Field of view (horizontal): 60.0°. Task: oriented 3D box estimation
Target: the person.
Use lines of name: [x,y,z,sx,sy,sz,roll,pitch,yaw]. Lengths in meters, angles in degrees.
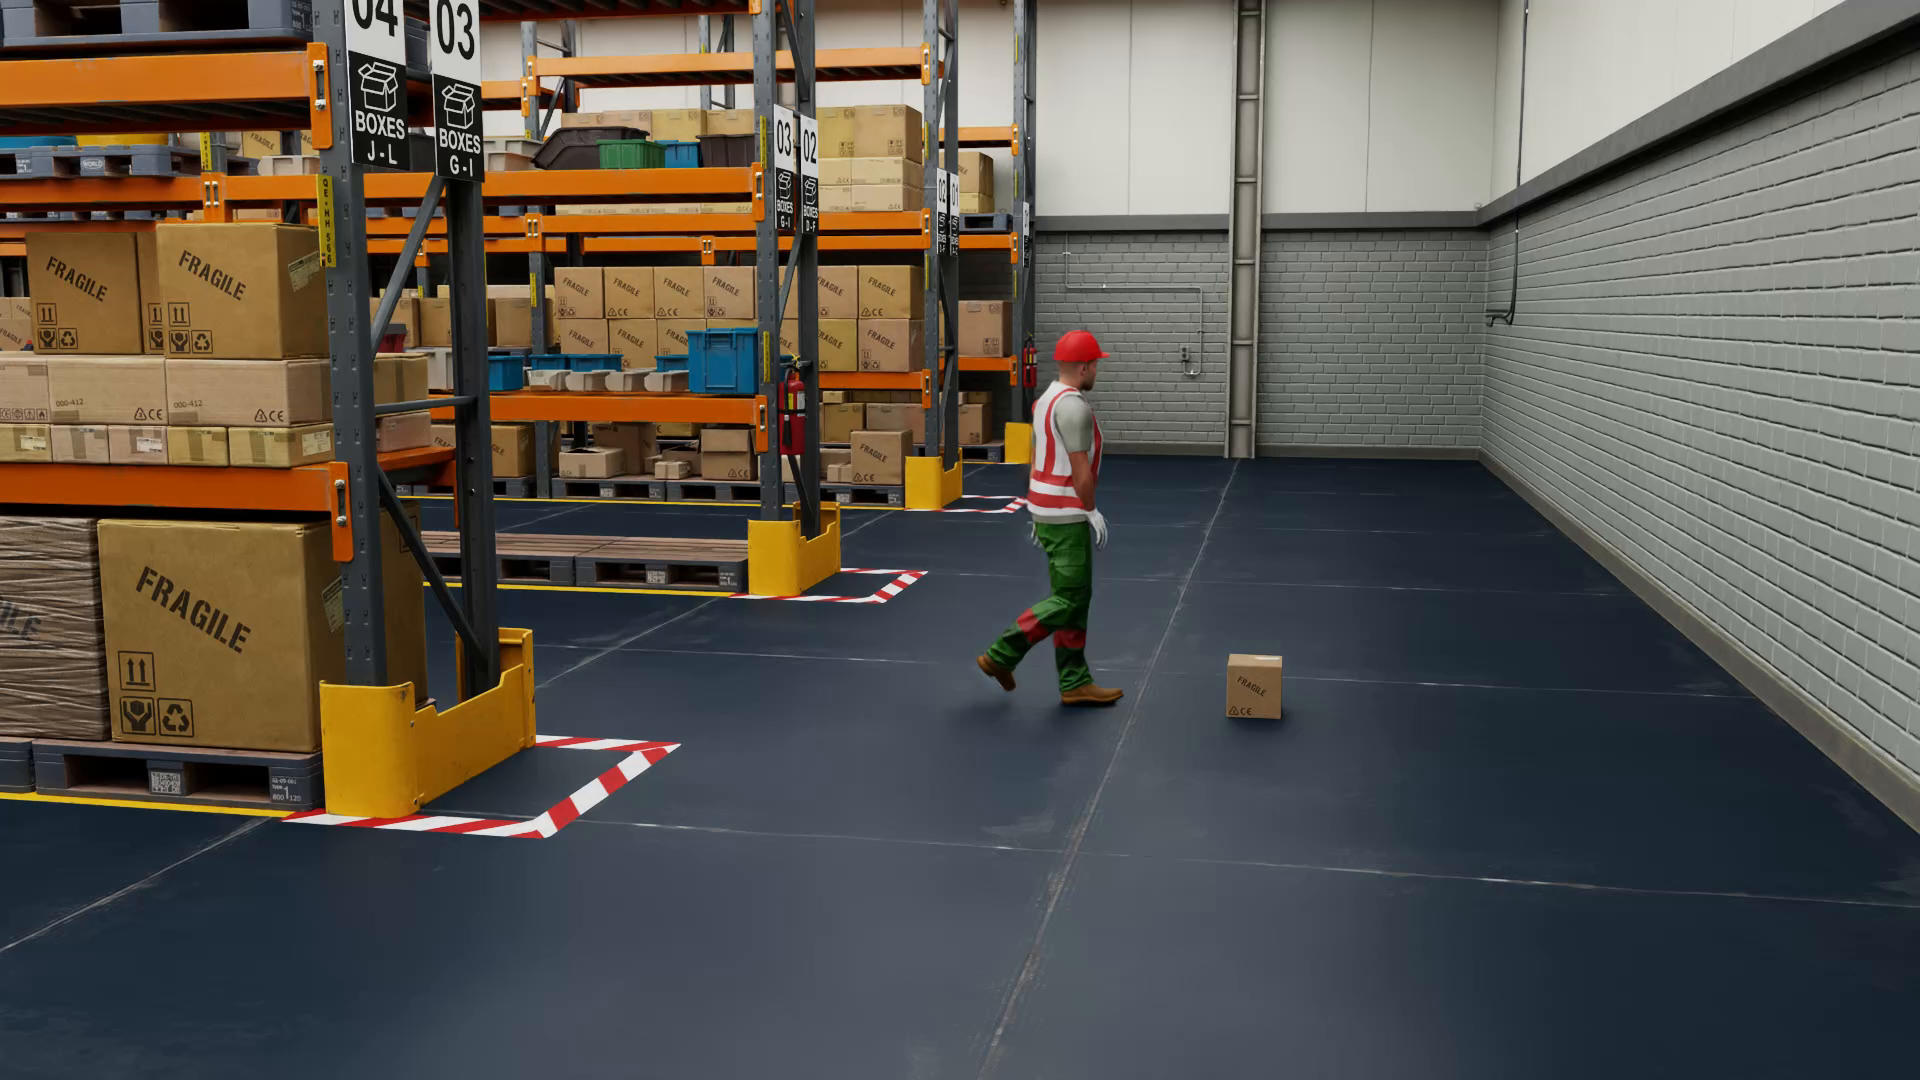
person: [0.443,-0.100,7.927,0.689,1.784,0.561,-1,8,-5]
